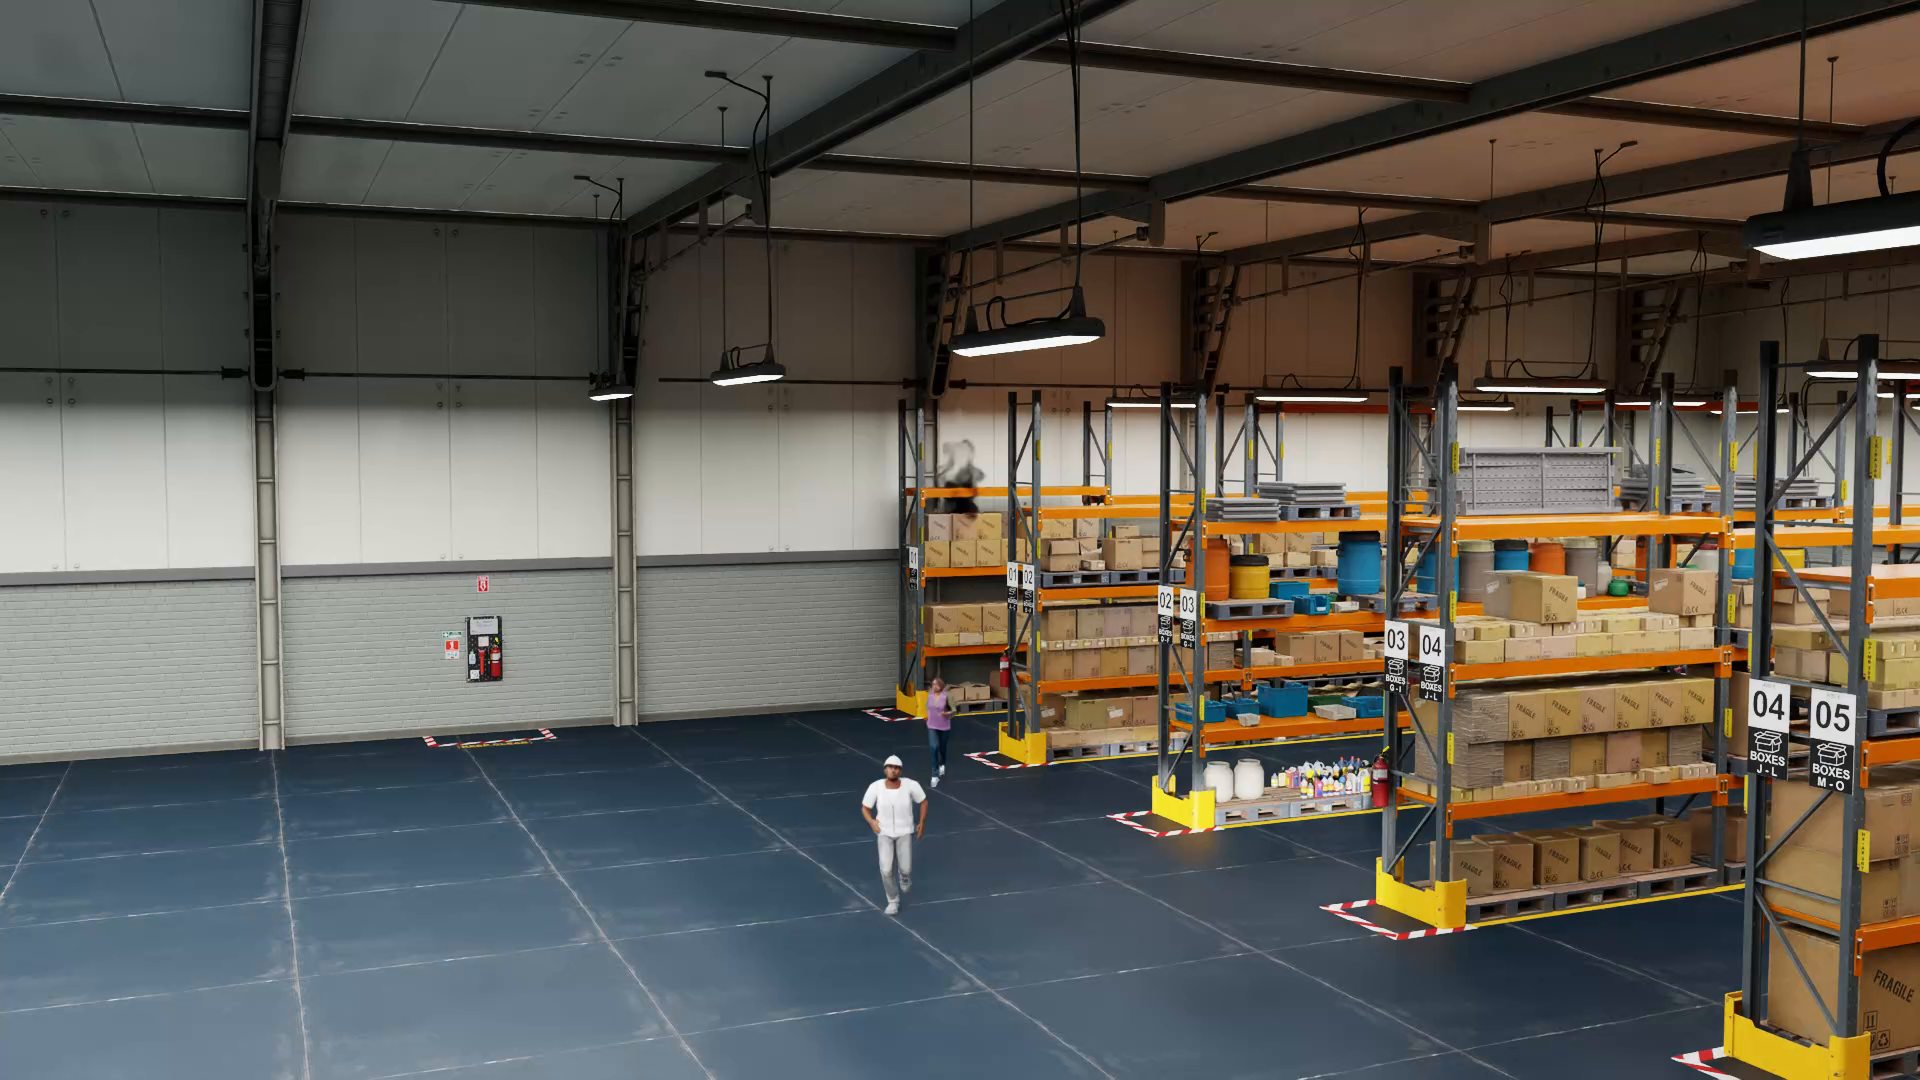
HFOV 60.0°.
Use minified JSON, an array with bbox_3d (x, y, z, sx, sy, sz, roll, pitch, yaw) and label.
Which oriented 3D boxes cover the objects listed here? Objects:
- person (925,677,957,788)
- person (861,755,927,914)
[{"bbox_3d":[-0.299,2.879,25.240,0.523,1.616,0.817,0,3,8],"label":"person"},{"bbox_3d":[-0.727,3.229,18.379,0.736,1.710,0.613,0,3,-2],"label":"person"}]
